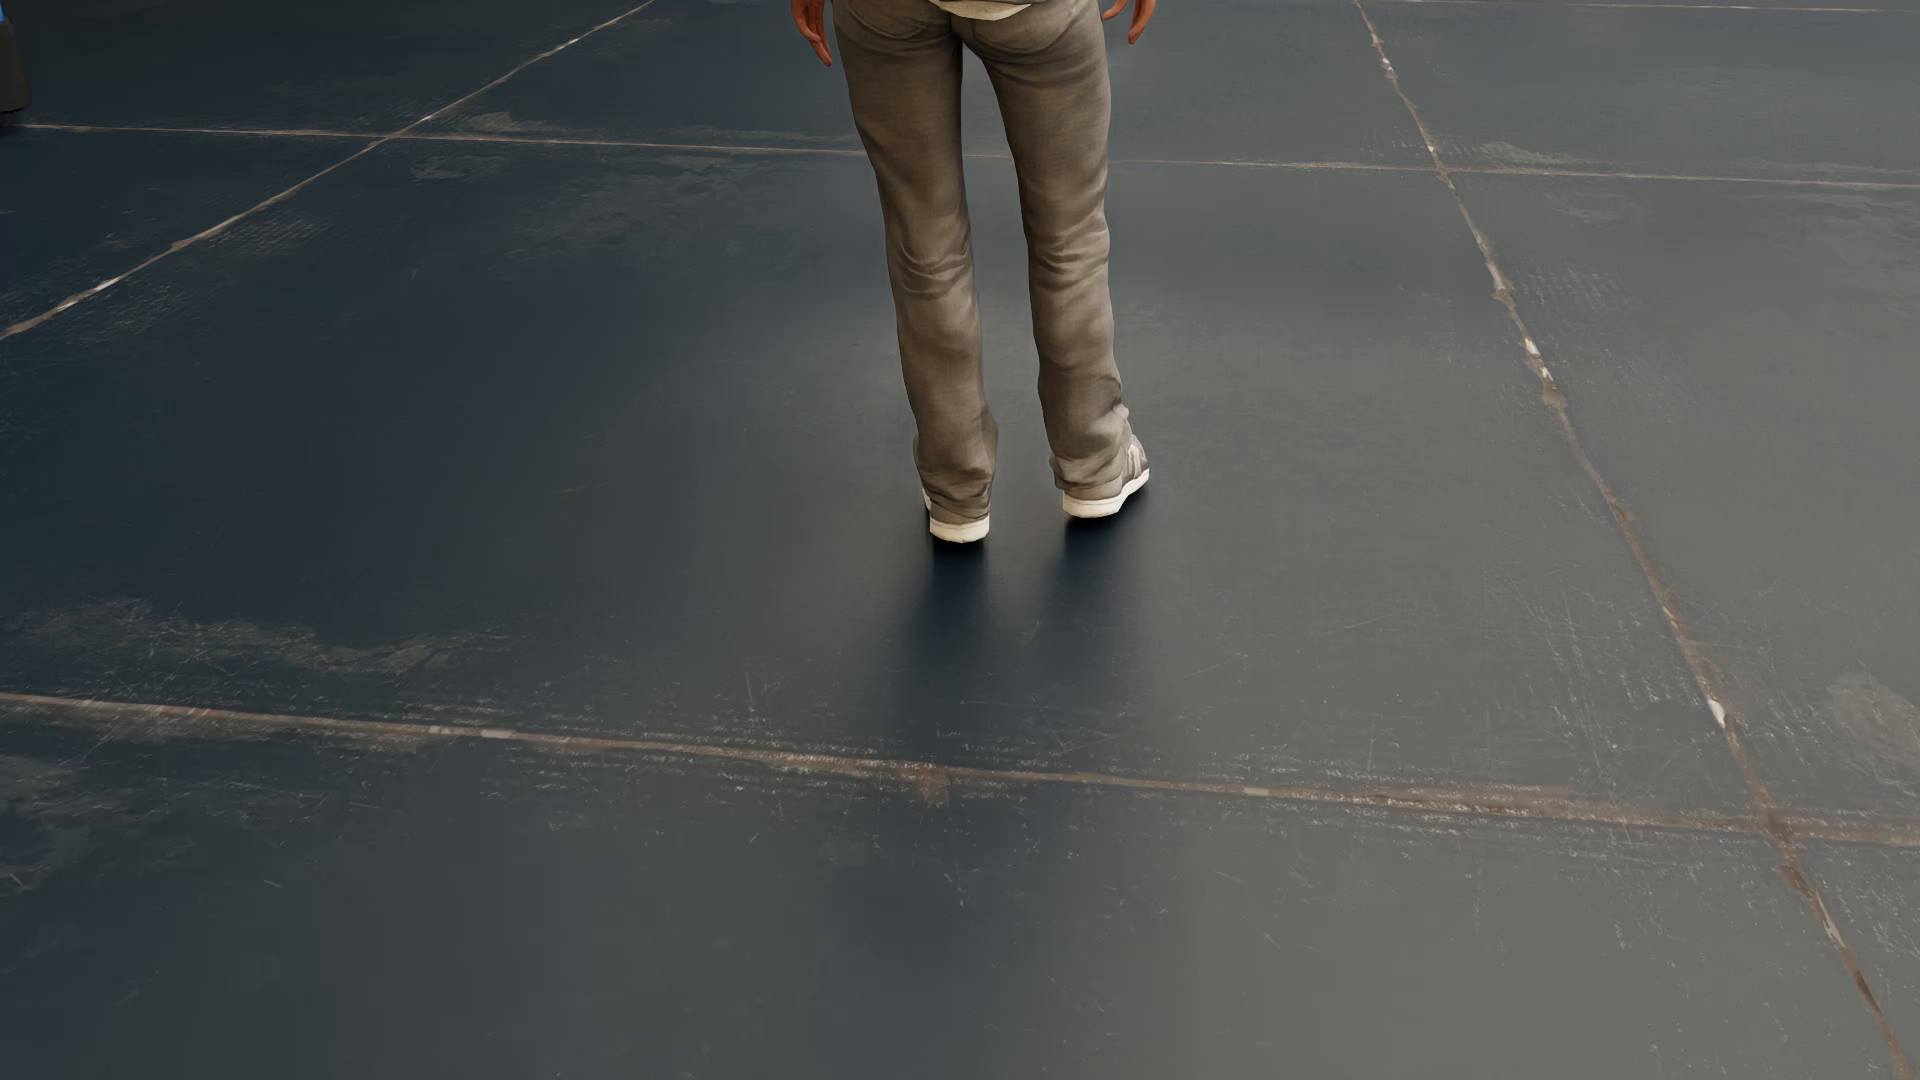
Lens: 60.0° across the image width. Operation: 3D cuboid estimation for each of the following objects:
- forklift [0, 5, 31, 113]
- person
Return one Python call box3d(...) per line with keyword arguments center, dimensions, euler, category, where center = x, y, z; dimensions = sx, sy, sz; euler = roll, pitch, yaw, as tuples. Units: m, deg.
box3d(center=(-4.171, -2.809, 4.847), dimensions=(3.031, 2.935, 1.130), euler=(22, 34, 37), category="forklift")
box3d(center=(0.024, -0.751, 2.205), dimensions=(0.520, 1.593, 0.475), euler=(3, 27, 7), category="person")
